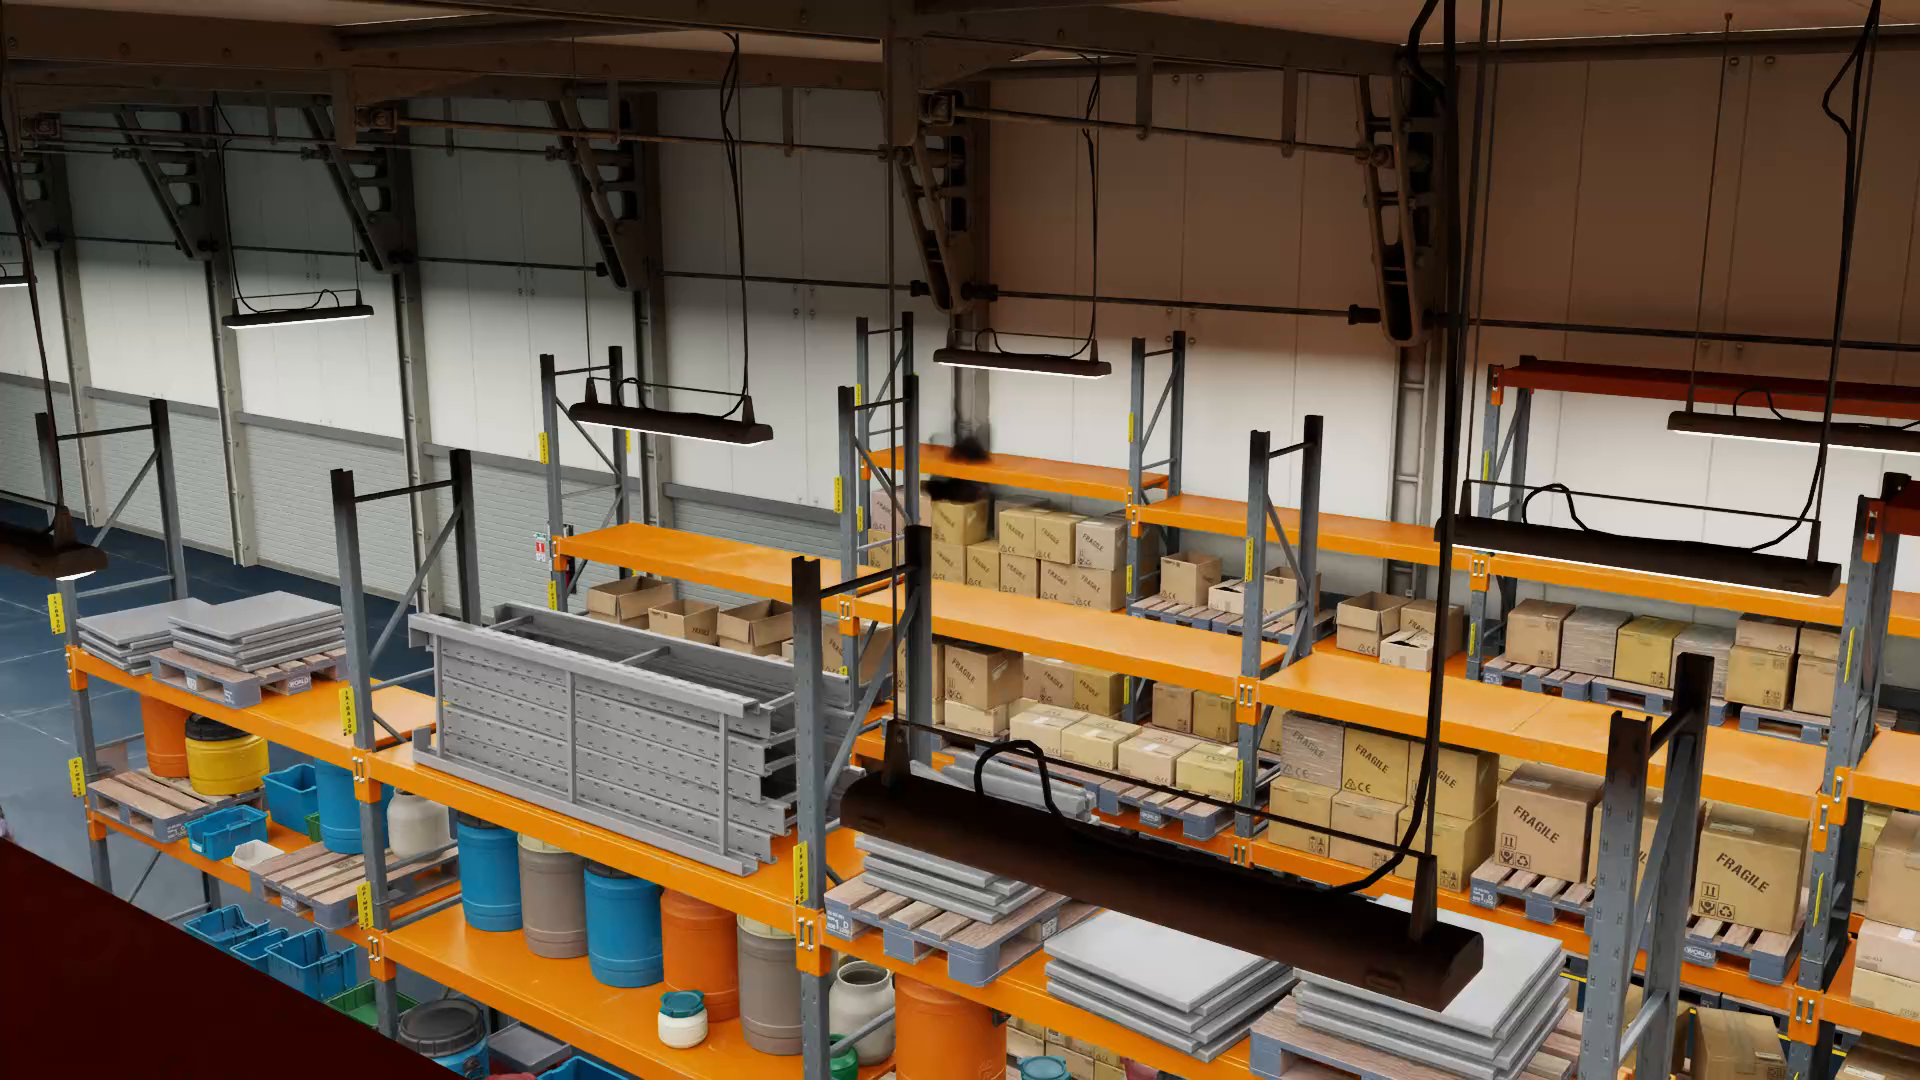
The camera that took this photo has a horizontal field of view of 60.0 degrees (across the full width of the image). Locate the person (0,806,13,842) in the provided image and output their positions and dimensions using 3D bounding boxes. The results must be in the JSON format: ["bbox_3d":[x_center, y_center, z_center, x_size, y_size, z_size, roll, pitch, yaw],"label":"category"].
[{"bbox_3d":[-9.820,3.419,16.991,0.674,1.599,0.613,-6,14,-24],"label":"person"}]
